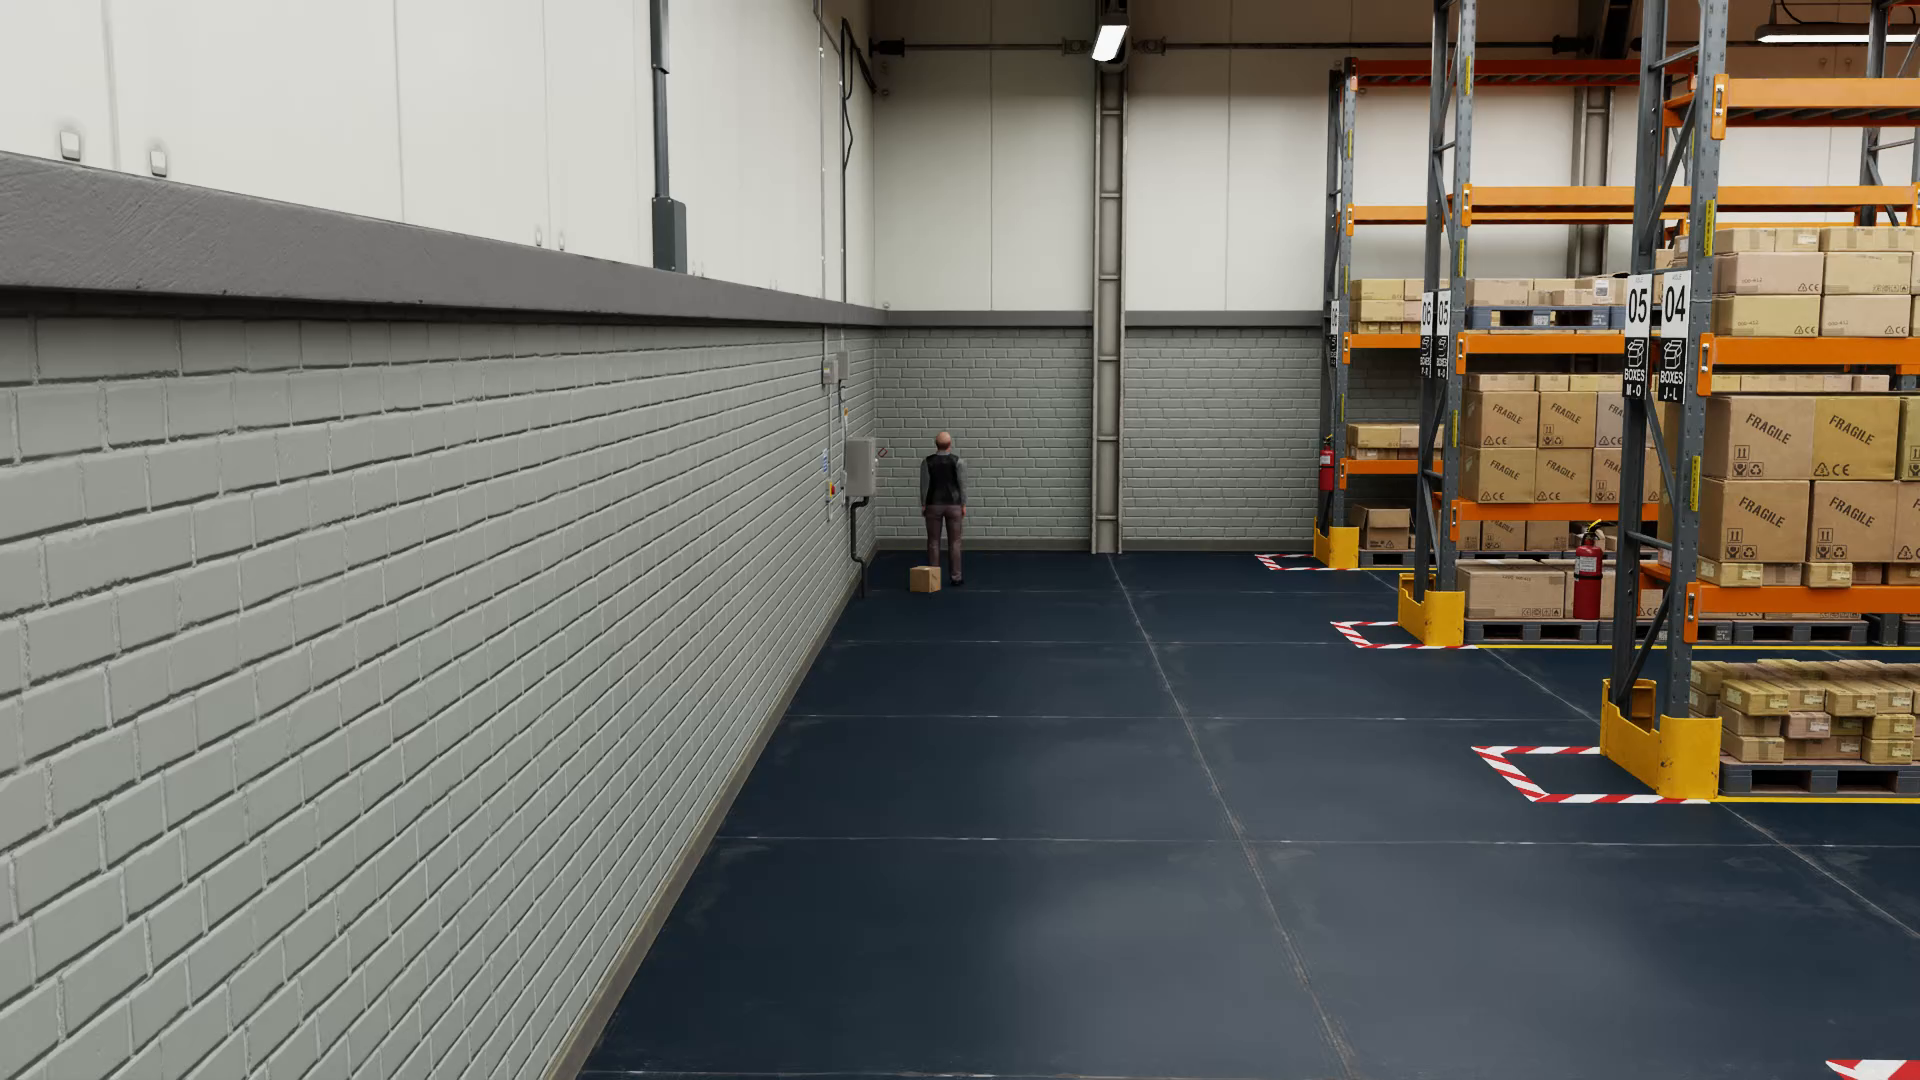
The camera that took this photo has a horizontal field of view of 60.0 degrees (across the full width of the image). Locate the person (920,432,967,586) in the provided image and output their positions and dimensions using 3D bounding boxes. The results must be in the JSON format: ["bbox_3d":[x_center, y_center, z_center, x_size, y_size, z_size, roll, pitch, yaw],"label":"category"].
[{"bbox_3d":[-0.180,-0.351,18.634,0.532,1.724,0.369,0,7,3],"label":"person"}]
